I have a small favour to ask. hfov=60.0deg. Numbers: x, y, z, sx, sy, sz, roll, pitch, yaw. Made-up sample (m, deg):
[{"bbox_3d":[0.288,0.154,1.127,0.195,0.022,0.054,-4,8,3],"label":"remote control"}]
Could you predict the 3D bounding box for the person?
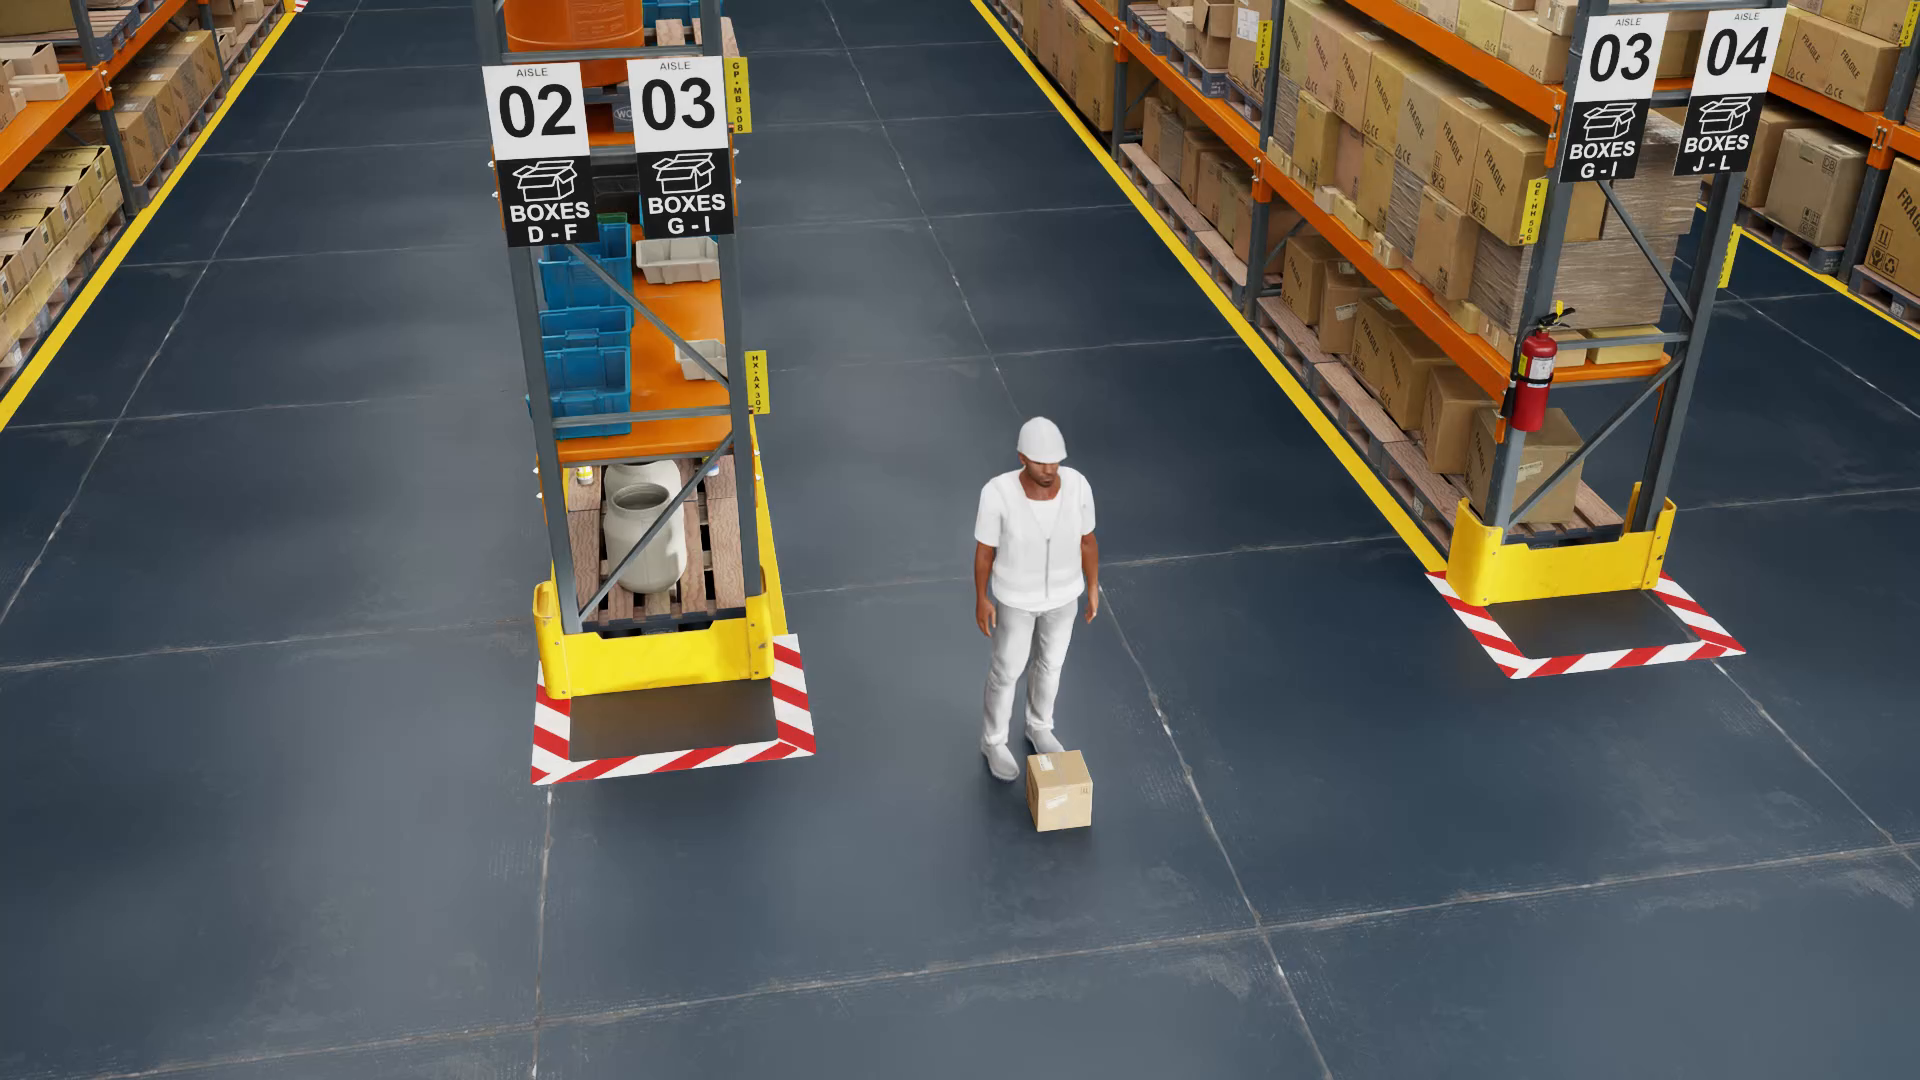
[{"bbox_3d":[0.368,0.265,7.661,0.588,1.775,0.407,-8,31,-13],"label":"person"}]
